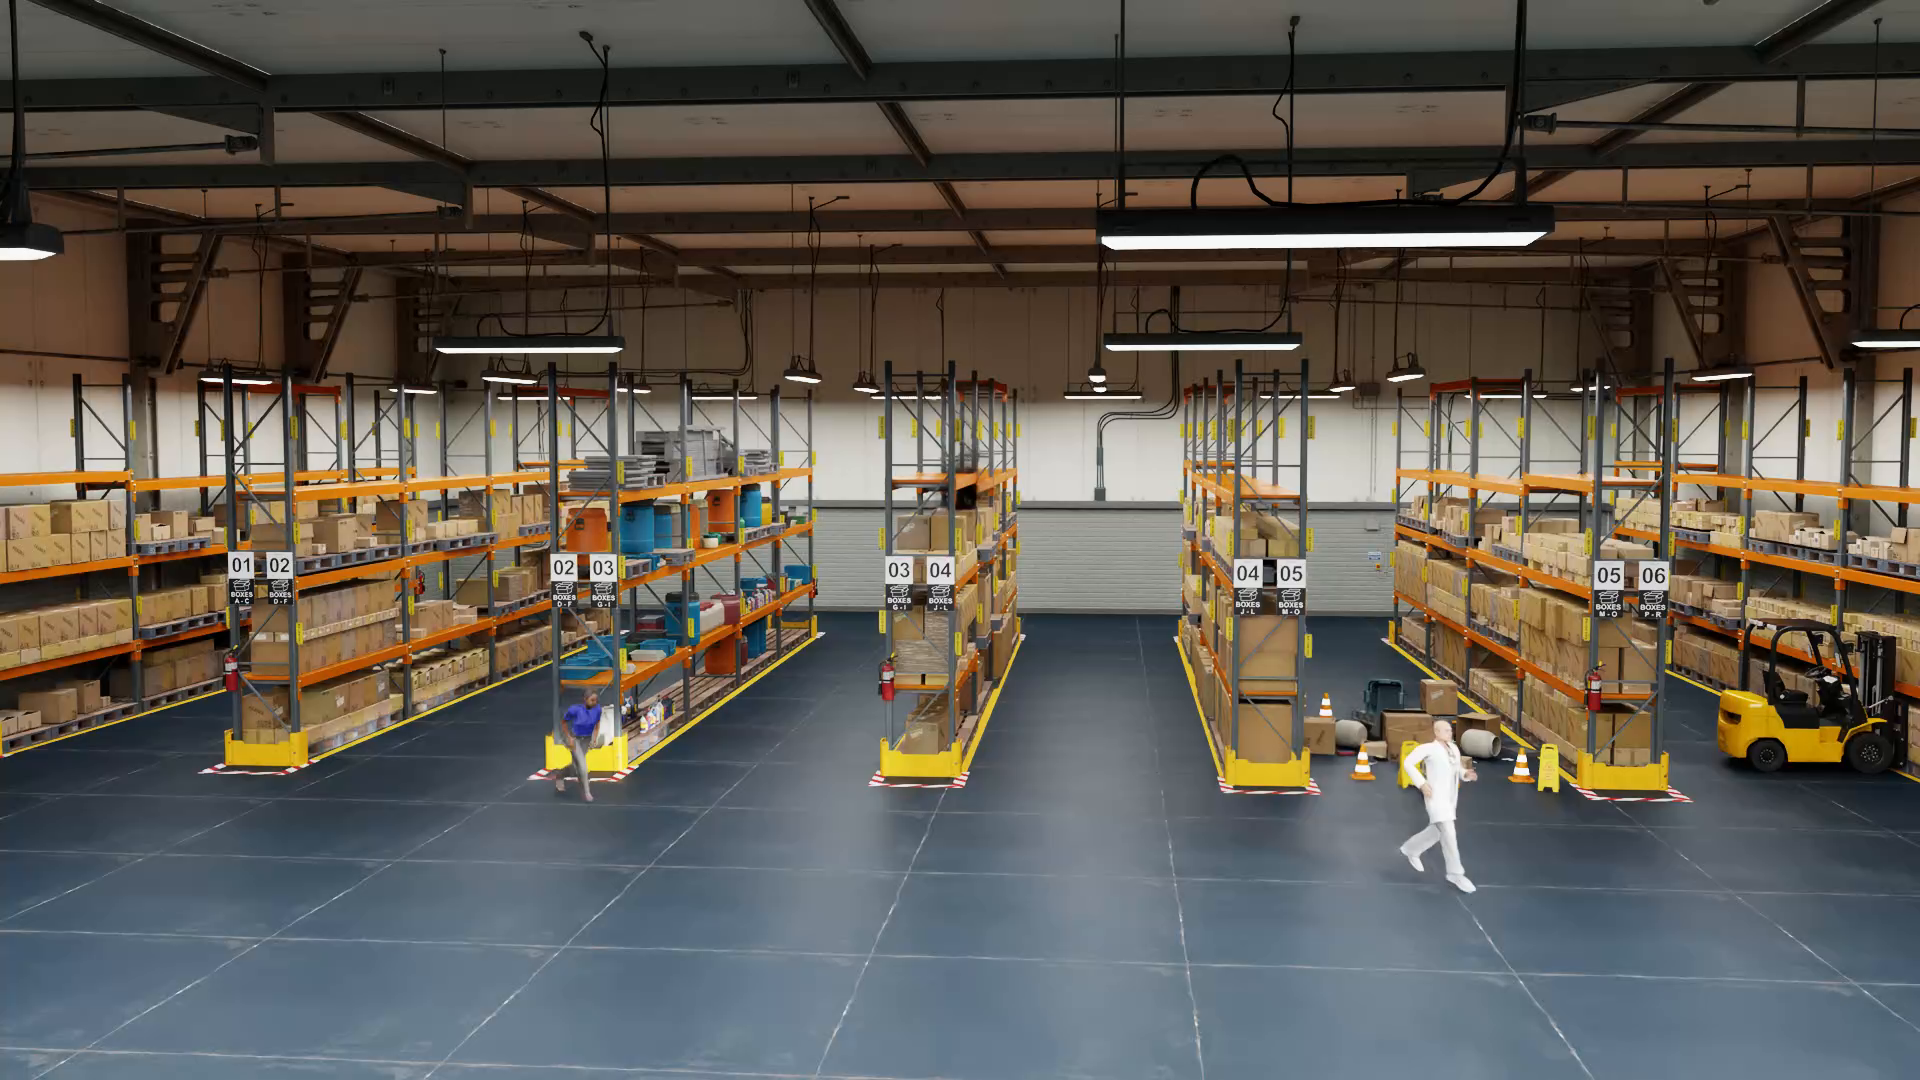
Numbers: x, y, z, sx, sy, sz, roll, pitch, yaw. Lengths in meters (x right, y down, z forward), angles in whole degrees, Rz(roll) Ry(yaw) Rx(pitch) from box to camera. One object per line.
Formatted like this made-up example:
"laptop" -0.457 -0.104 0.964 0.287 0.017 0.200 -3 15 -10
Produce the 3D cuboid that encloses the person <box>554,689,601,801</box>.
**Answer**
"person" -5.237 2.775 22.714 0.567 1.567 0.969 -4 5 -43

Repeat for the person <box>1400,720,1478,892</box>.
"person" 5.305 2.890 18.397 0.668 1.805 1.040 -3 5 -40
